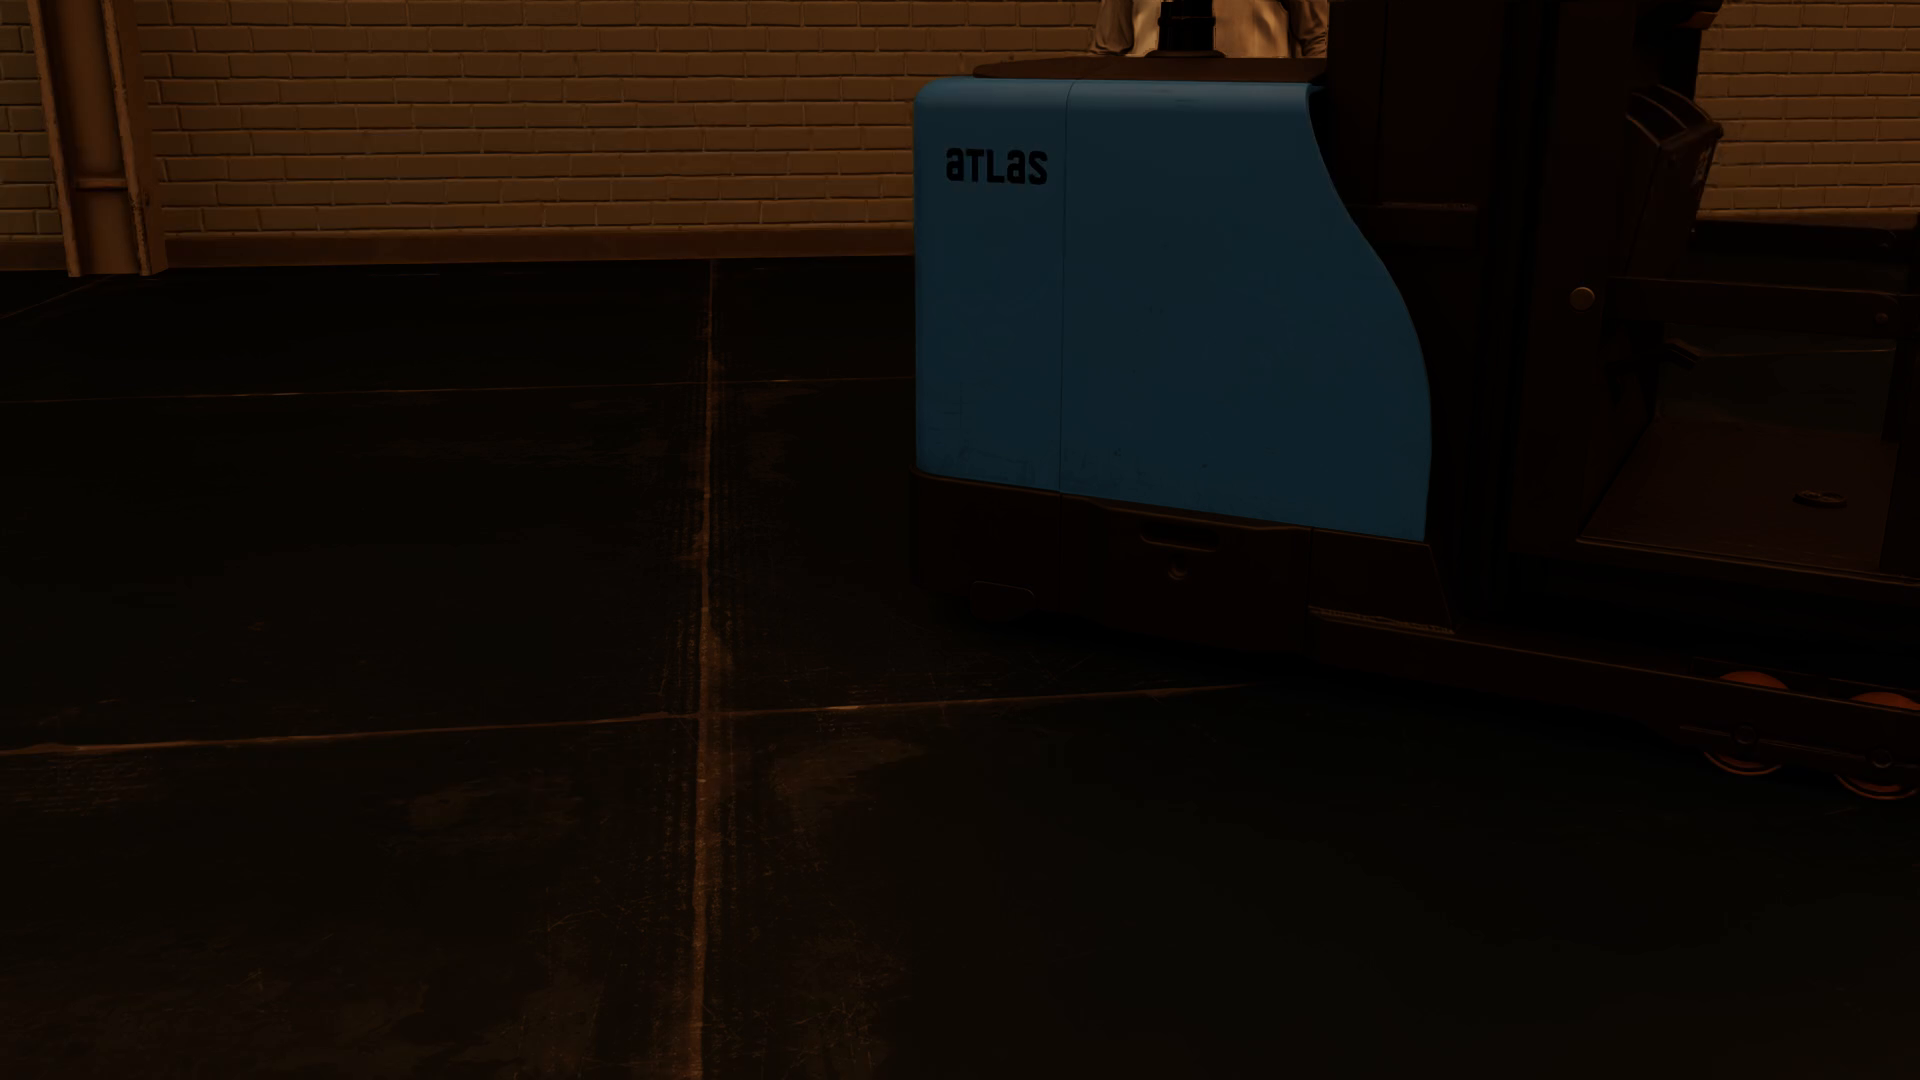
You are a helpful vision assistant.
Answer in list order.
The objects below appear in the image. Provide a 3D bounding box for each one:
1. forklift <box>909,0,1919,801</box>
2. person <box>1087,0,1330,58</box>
[{"bbox_3d":[1.441,-1.170,2.767,3.031,2.935,1.130,9,19,27],"label":"forklift"},{"bbox_3d":[0.666,-1.037,4.378,0.763,1.748,0.421,3,17,10],"label":"person"}]
